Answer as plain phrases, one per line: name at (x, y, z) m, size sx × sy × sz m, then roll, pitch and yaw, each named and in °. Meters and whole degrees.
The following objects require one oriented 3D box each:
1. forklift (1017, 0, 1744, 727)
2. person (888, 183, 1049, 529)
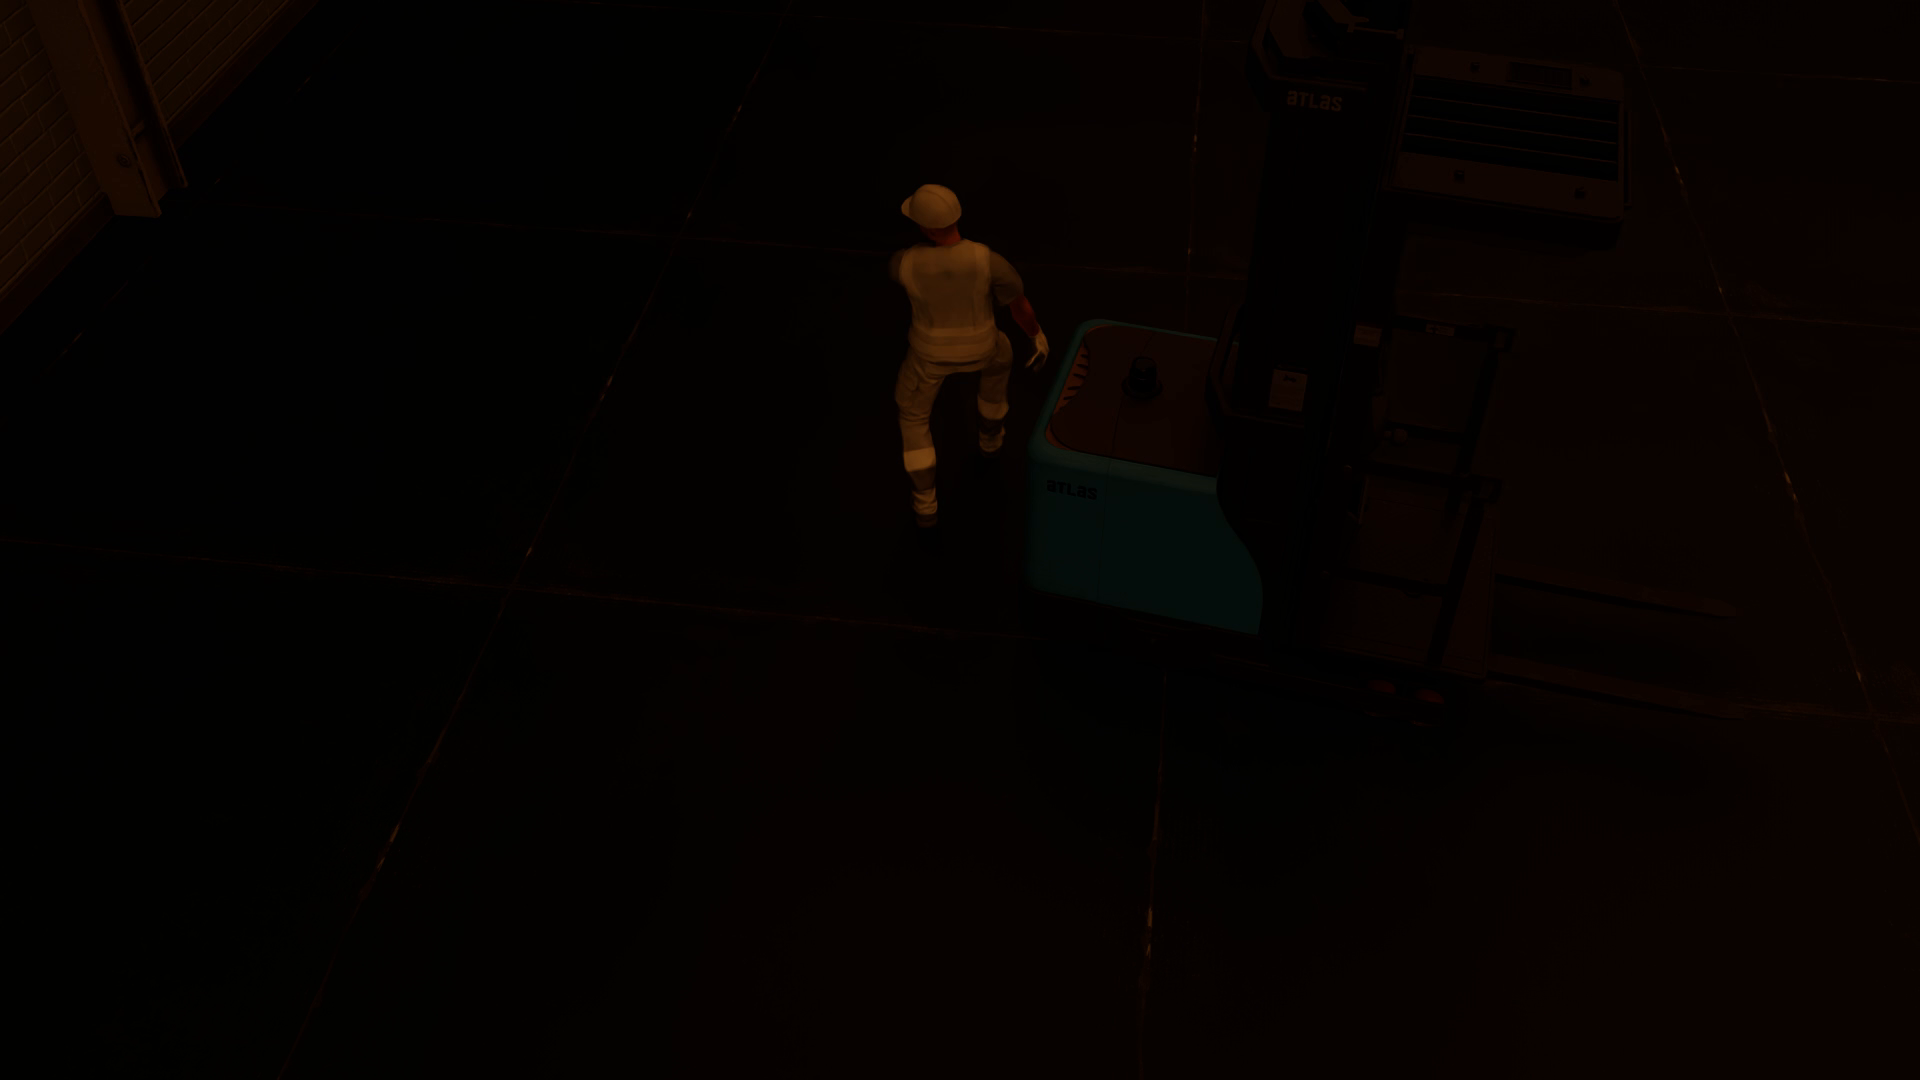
forklift at (1.831, -0.693, 6.479) m, size 3.031 × 2.935 × 1.130 m, roll 11°, pitch 44°, yaw 12°
person at (0.038, -0.946, 7.689) m, size 0.729 × 1.702 × 0.860 m, roll -5°, pitch 43°, yaw -5°
